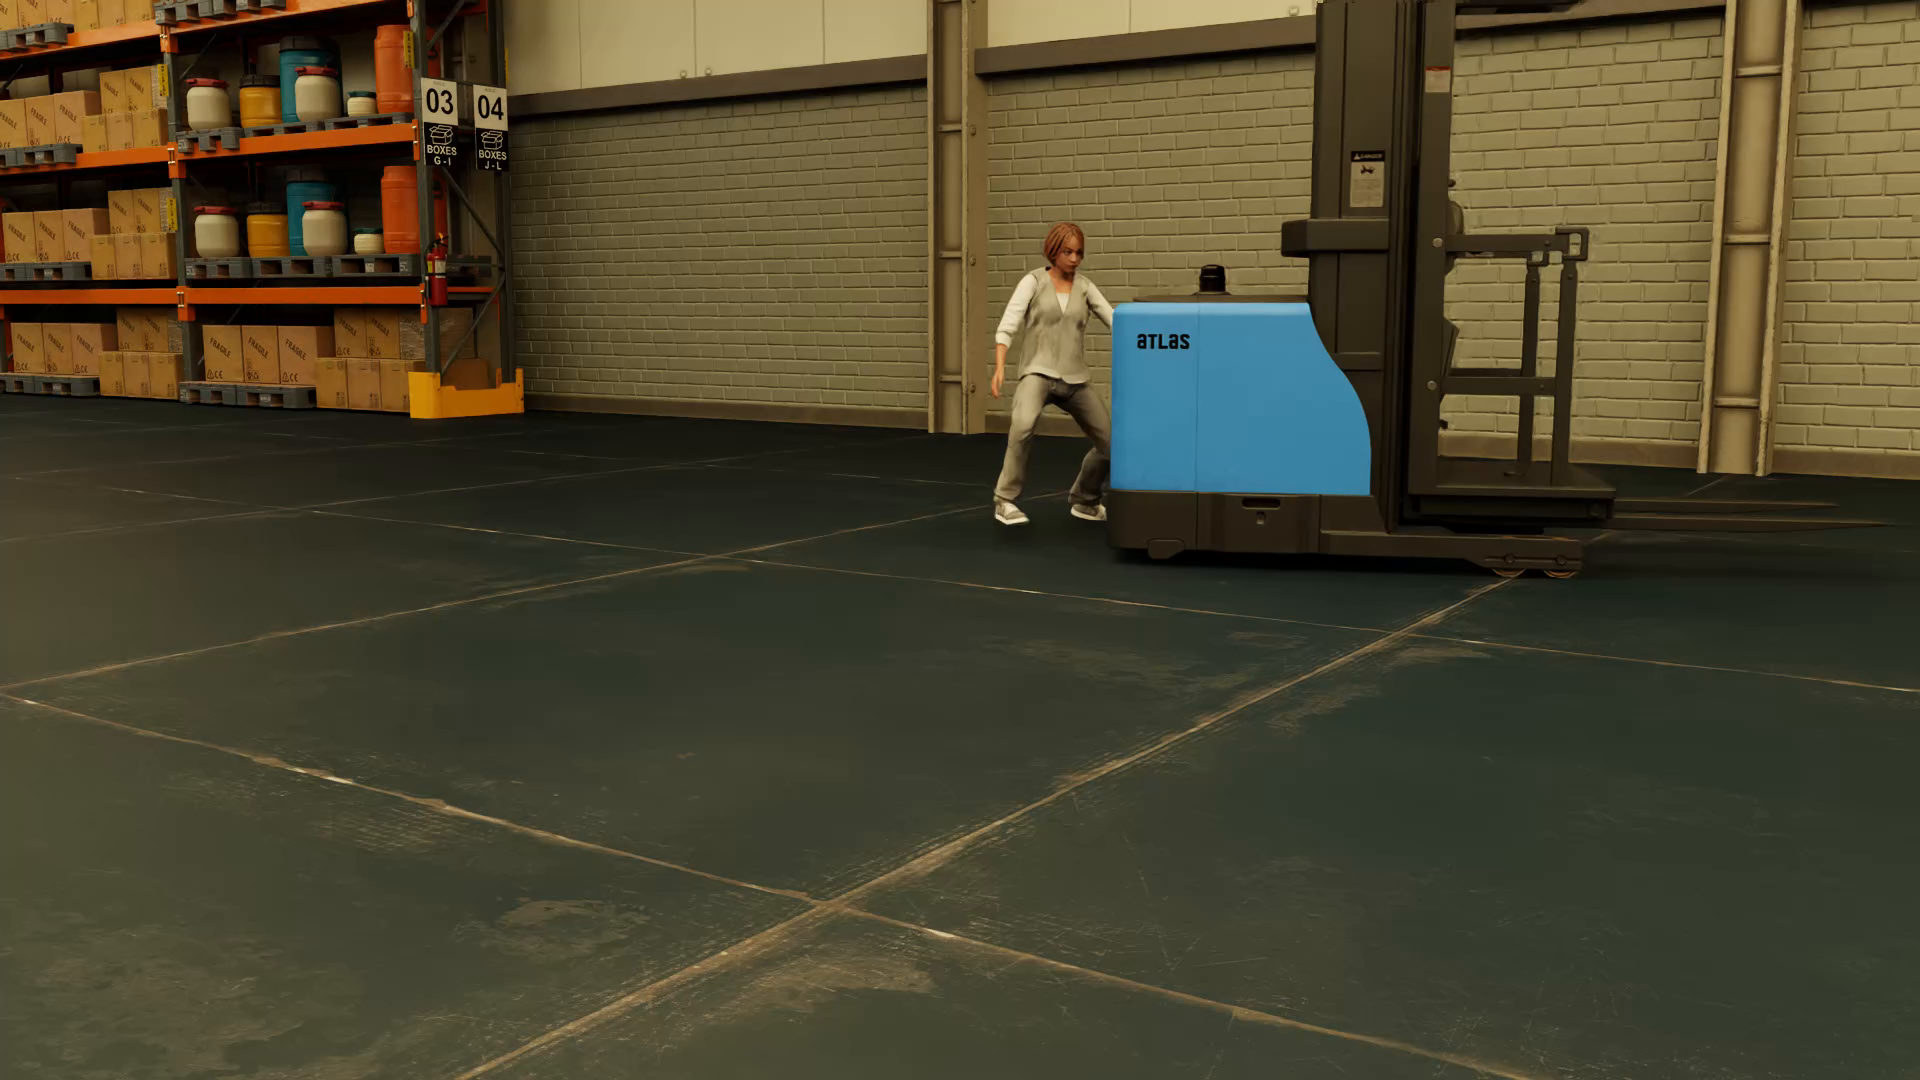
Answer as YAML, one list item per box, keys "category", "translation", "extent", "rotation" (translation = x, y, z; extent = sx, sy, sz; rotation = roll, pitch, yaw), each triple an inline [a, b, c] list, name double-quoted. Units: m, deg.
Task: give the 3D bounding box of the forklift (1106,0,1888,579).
- category: "forklift"
  translation: [2.181, -1.379, 6.891]
  extent: [3.031, 2.935, 1.130]
  rotation: [2, 8, 11]

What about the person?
- category: "person"
  translation: [0.516, -0.767, 7.957]
  extent: [0.816, 1.469, 0.646]
  rotation: [-2, 8, -15]
